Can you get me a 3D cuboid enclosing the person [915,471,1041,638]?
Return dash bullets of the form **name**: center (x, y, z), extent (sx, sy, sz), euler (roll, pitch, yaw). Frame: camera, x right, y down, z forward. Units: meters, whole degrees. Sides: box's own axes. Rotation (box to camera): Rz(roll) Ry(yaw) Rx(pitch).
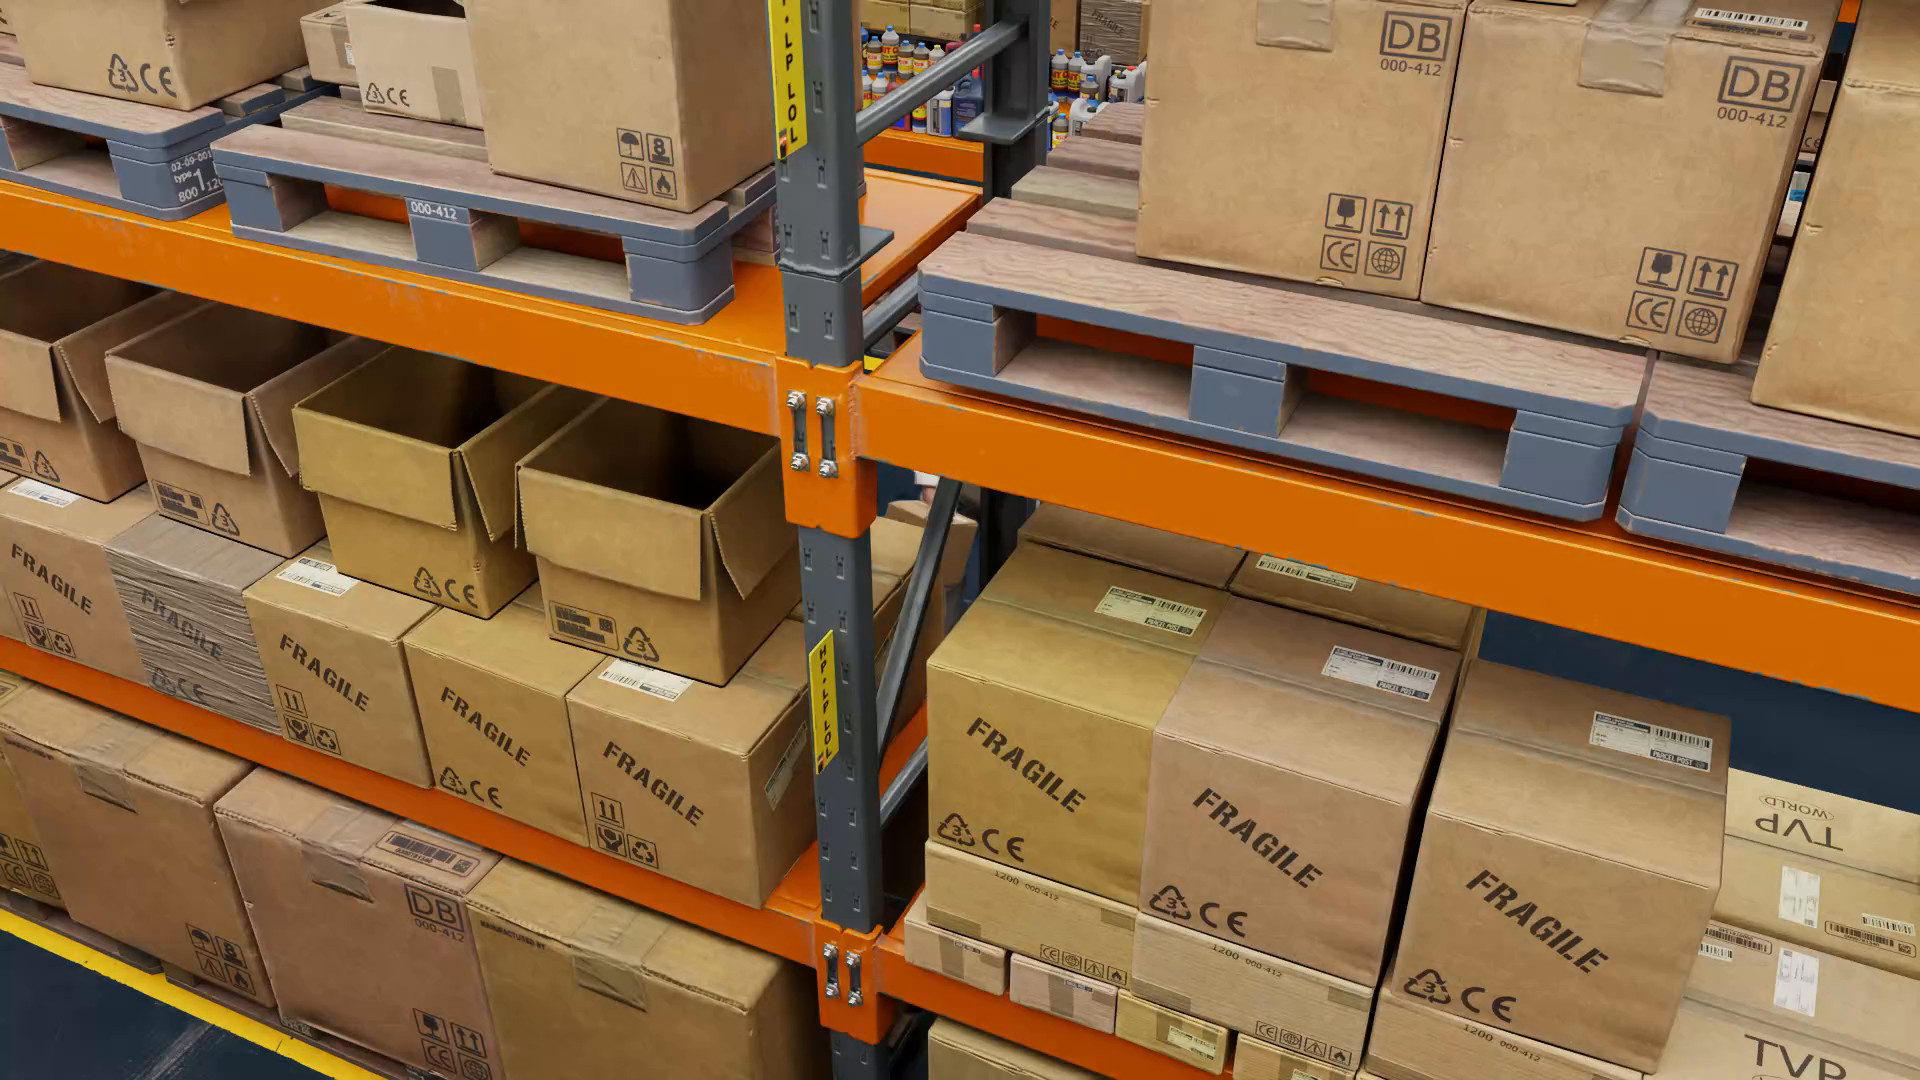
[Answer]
- **person**: center (0.073, -0.188, 6.426), extent (0.607, 1.783, 0.469), euler (3, 33, 5)
